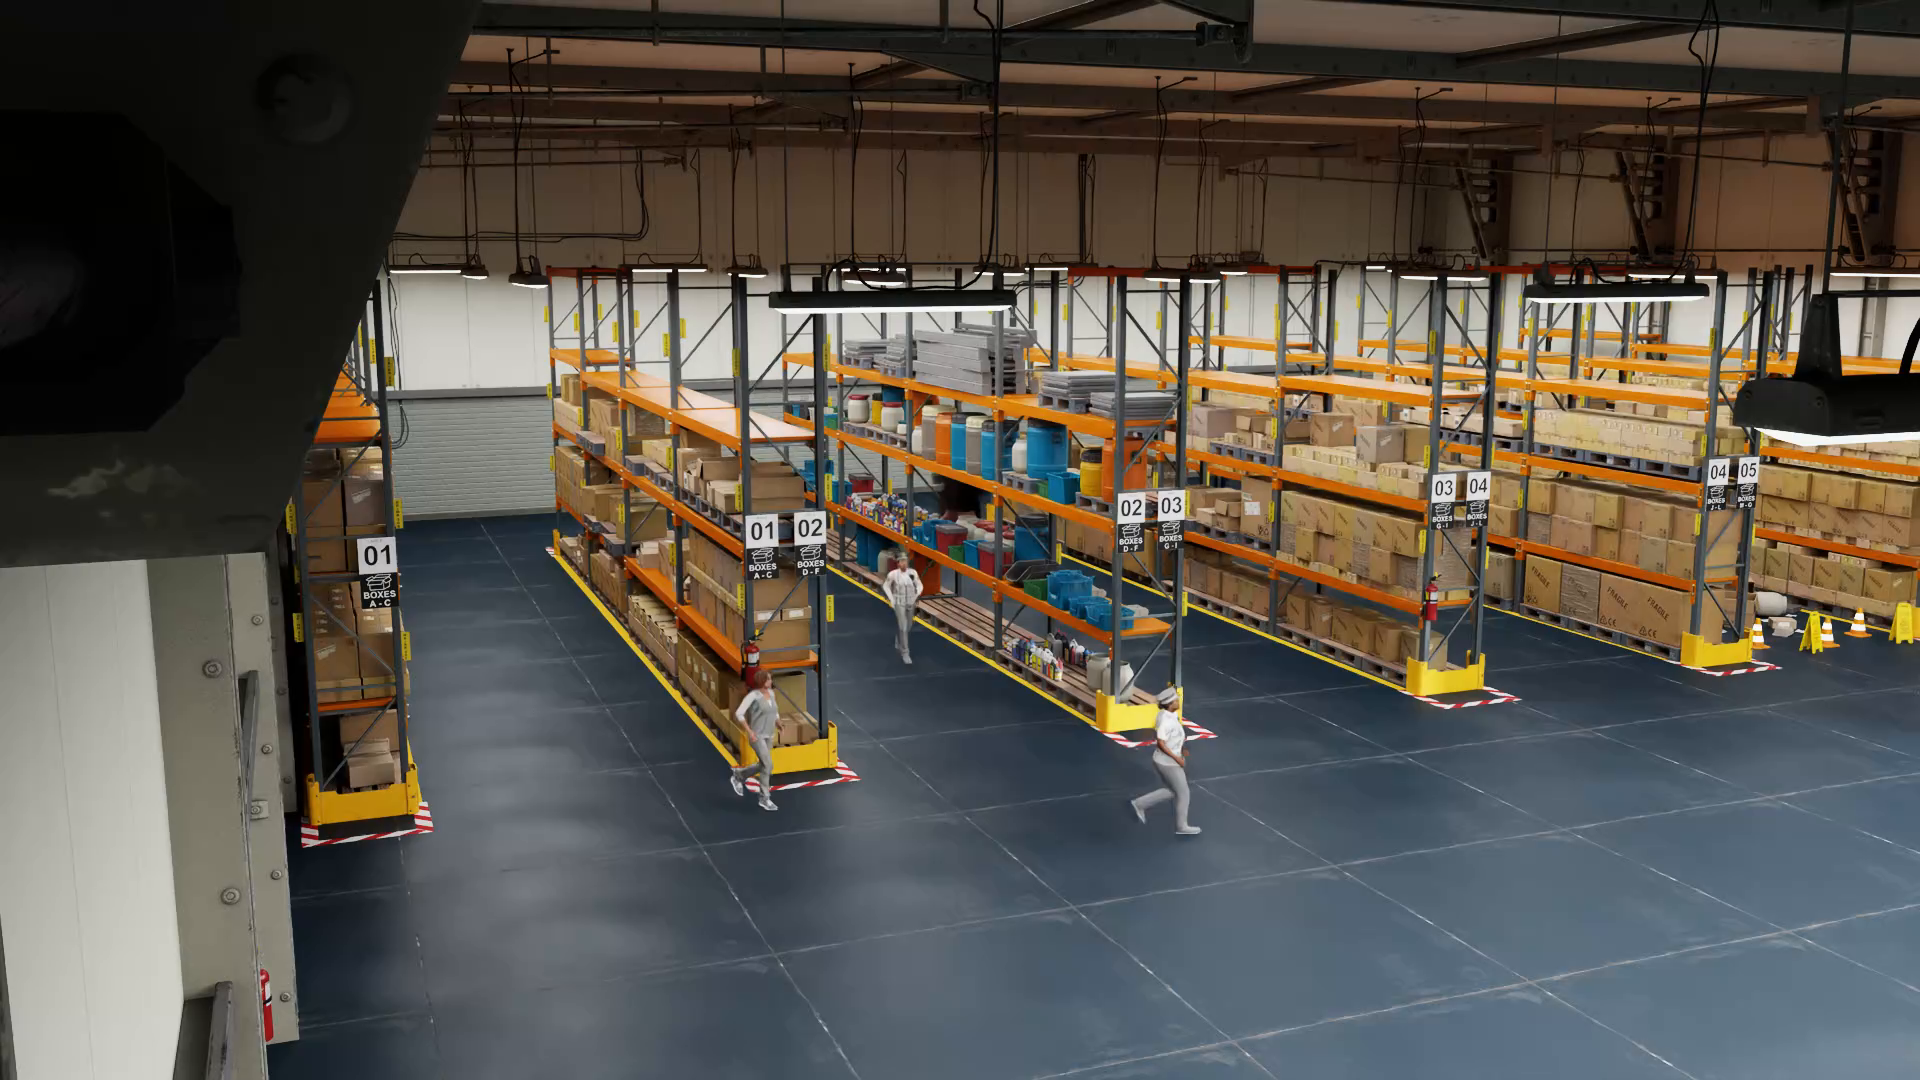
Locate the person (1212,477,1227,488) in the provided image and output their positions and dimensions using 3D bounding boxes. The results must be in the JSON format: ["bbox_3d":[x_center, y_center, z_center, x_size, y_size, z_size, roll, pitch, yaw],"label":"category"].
[{"bbox_3d":[6.548,-1.621,41.361,0.718,1.637,0.639,3,10,15],"label":"person"}]

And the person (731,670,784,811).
[{"bbox_3d":[-2.324,2.276,19.165,0.688,1.581,0.576,6,11,29],"label":"person"}]

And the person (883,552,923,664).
[{"bbox_3d":[-0.862,0.997,25.634,0.610,1.694,0.860,-3,10,-18],"label":"person"}]

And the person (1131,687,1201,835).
[{"bbox_3d":[2.268,2.409,18.066,0.740,1.665,0.609,0,10,0],"label":"person"}]
